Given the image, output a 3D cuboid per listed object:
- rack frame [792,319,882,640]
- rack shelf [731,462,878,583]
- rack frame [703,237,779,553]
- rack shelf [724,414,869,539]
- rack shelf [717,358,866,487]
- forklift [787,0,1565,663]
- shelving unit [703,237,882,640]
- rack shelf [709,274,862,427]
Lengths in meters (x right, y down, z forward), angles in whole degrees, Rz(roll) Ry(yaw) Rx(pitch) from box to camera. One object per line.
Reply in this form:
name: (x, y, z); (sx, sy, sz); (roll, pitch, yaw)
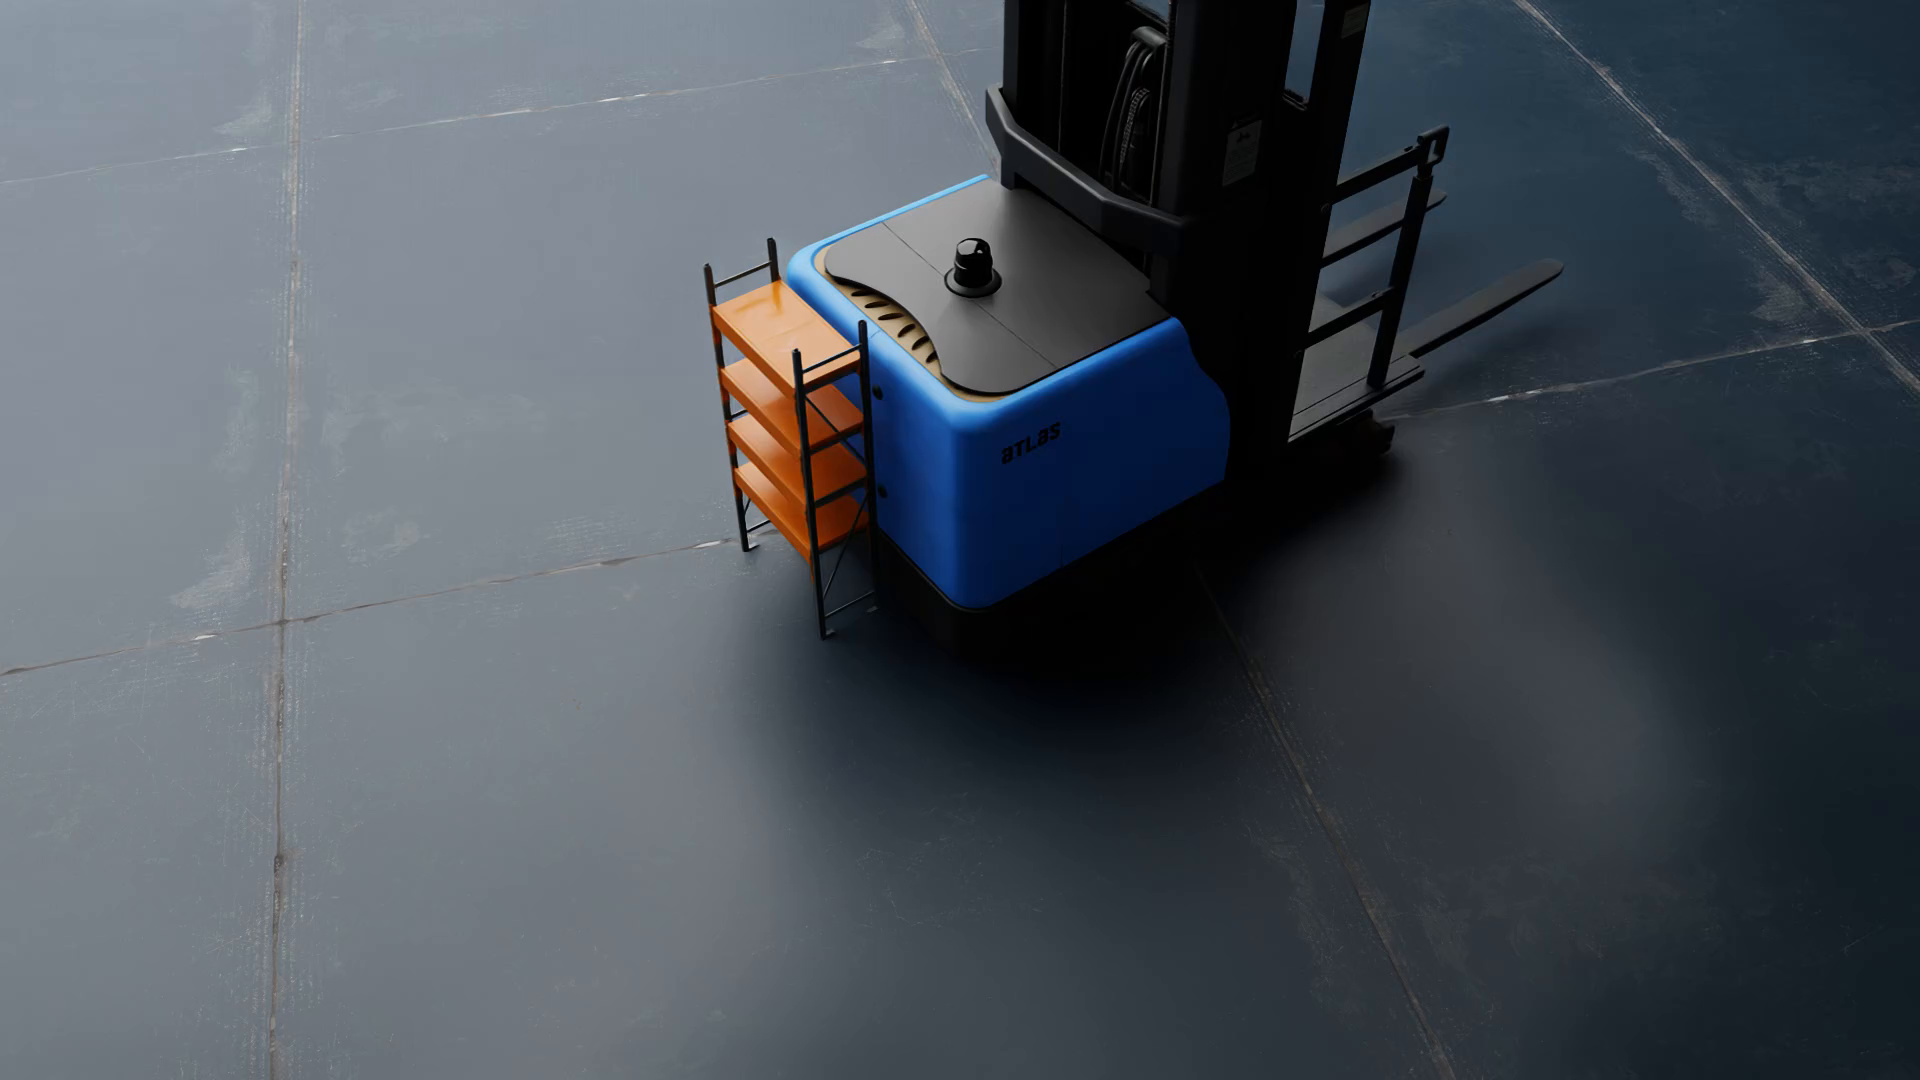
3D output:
rack frame: (-0.362, -0.149, 5.055); (0.240, 1.200, 0.015); (-28, 52, -24)
rack shelf: (-0.505, -0.104, 5.383); (0.258, 0.148, 0.480); (-28, 52, -24)
rack frame: (-0.649, -0.430, 5.331); (0.240, 1.200, 0.015); (-28, 52, -24)
rack shelf: (-0.506, -0.243, 5.241); (0.258, 0.148, 0.480); (-28, 52, -24)
rack shelf: (-0.506, -0.399, 5.081); (0.258, 0.148, 0.480); (-28, 52, -24)
forklift: (0.941, -1.495, 5.163); (3.031, 2.935, 1.130); (-28, 52, -24)
shelving unit: (-0.506, -0.290, 5.193); (0.258, 1.200, 0.503); (-28, 52, -24)
rack shelf: (-0.506, -0.564, 4.912); (0.258, 0.148, 0.480); (-28, 52, -24)
